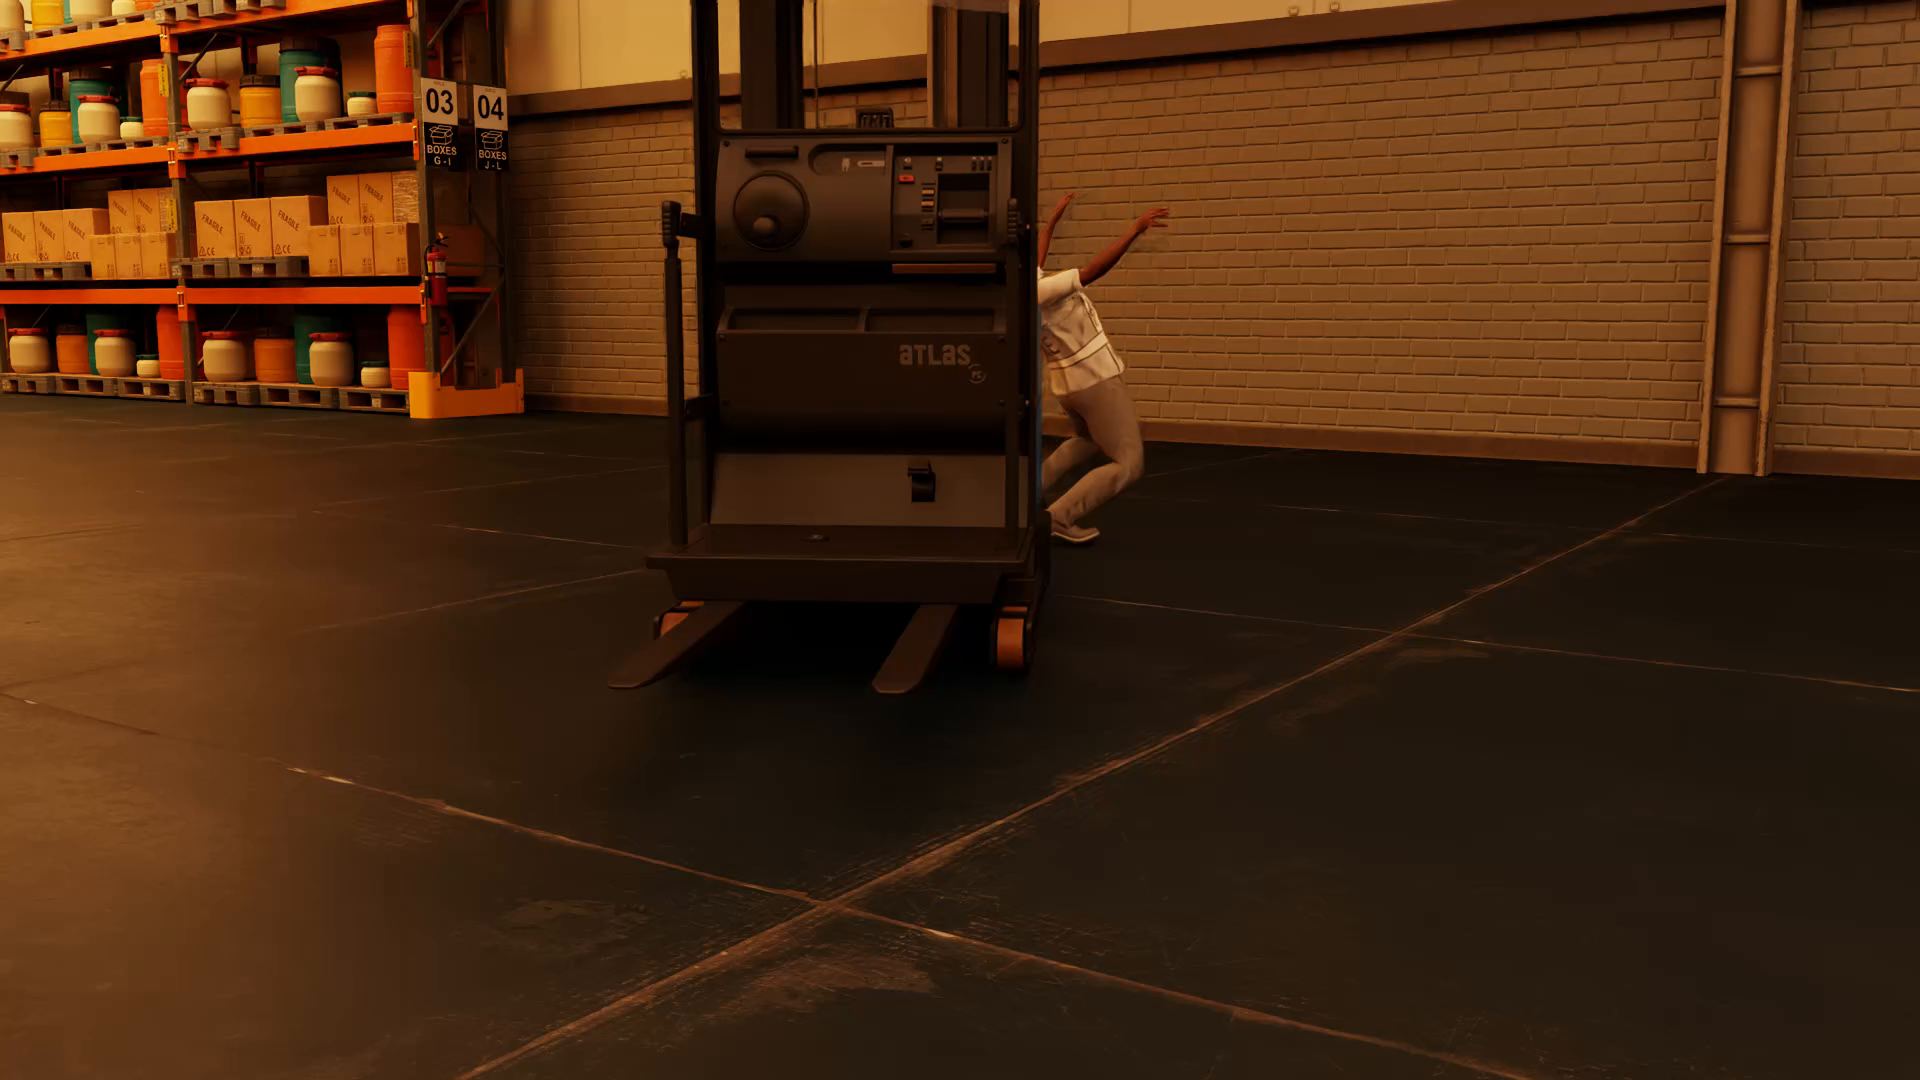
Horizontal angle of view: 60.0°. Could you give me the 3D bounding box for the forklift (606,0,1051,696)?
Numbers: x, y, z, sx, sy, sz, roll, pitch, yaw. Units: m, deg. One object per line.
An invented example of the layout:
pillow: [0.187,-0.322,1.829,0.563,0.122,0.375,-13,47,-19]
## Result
forklift: [-0.319,-1.111,5.005,1.130,2.935,3.031,1,8,5]

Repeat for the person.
person: [0.456,-0.777,7.429,0.727,1.584,0.910,-3,8,-17]
